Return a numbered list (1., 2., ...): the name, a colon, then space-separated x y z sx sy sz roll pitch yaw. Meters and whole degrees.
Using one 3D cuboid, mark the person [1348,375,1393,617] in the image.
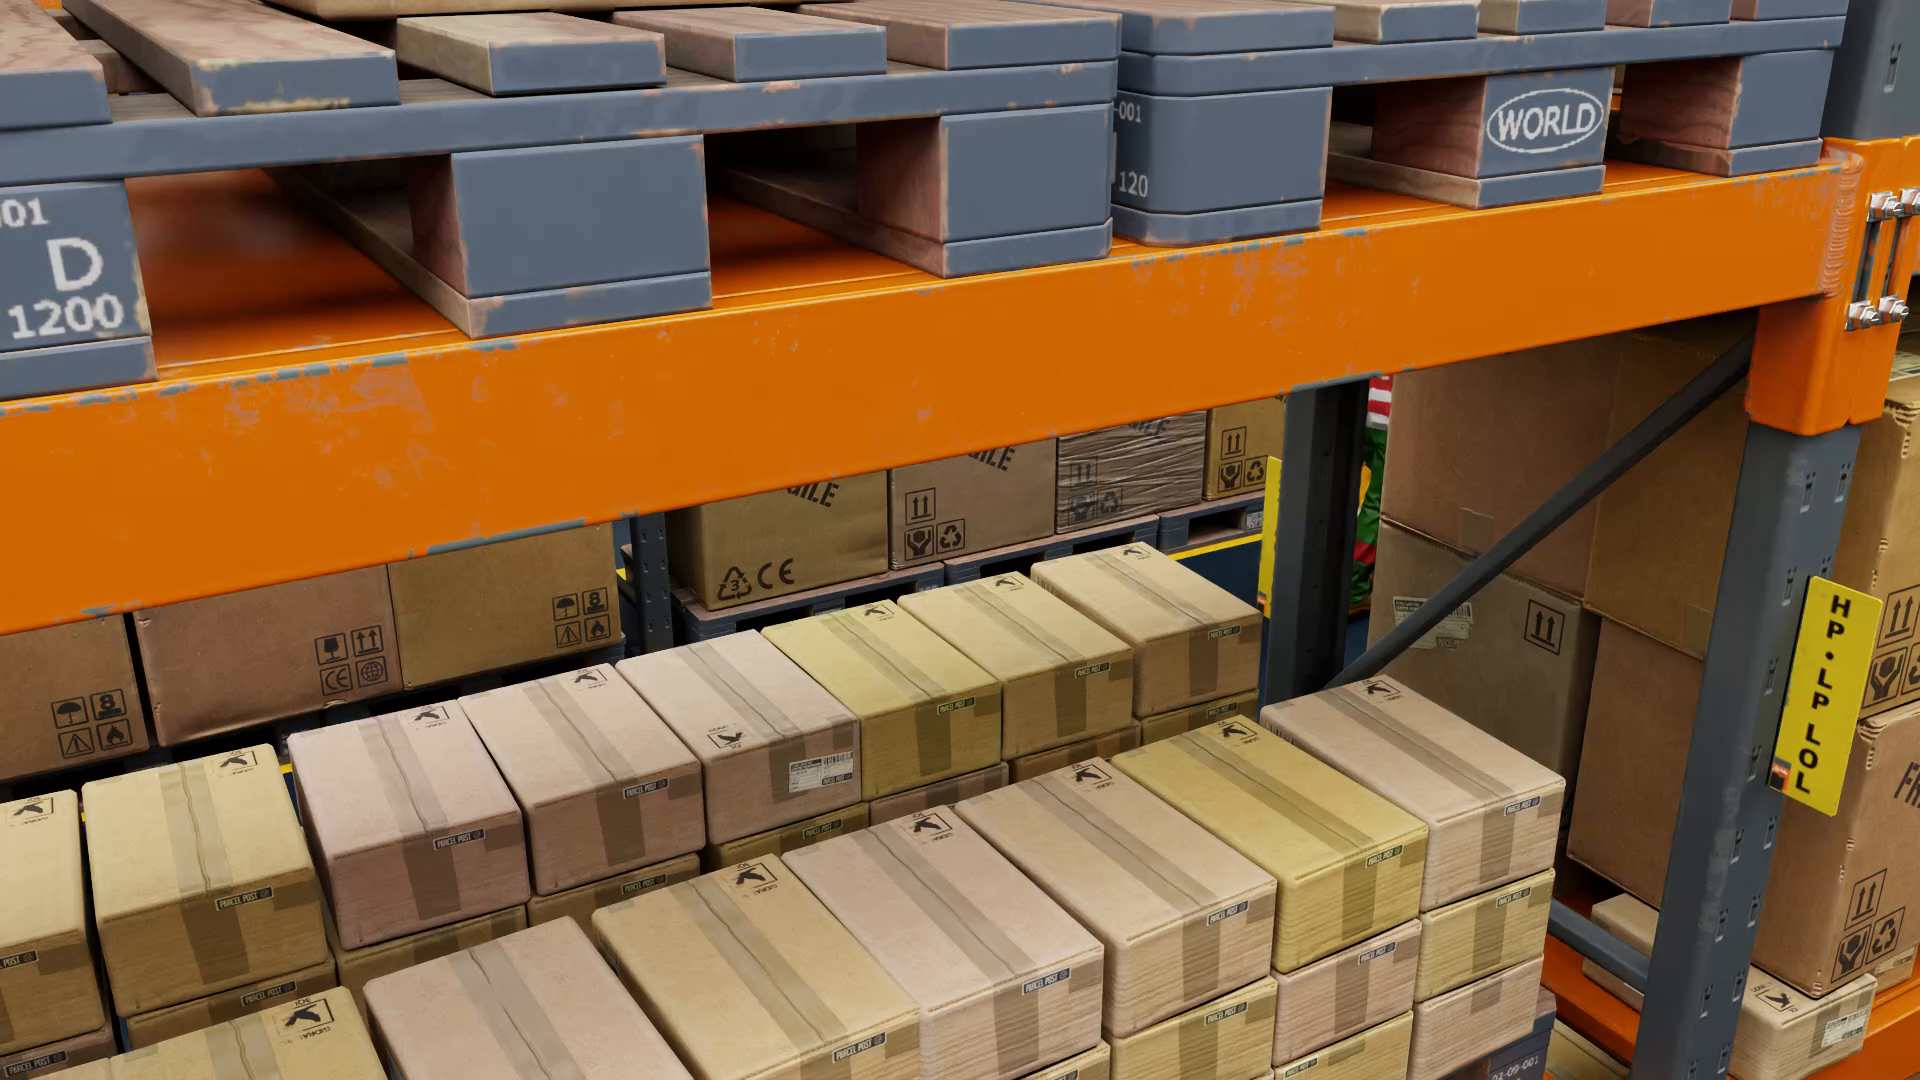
1. person: 1.908 -0.513 7.360 0.514 1.844 0.589 -14 26 -31
